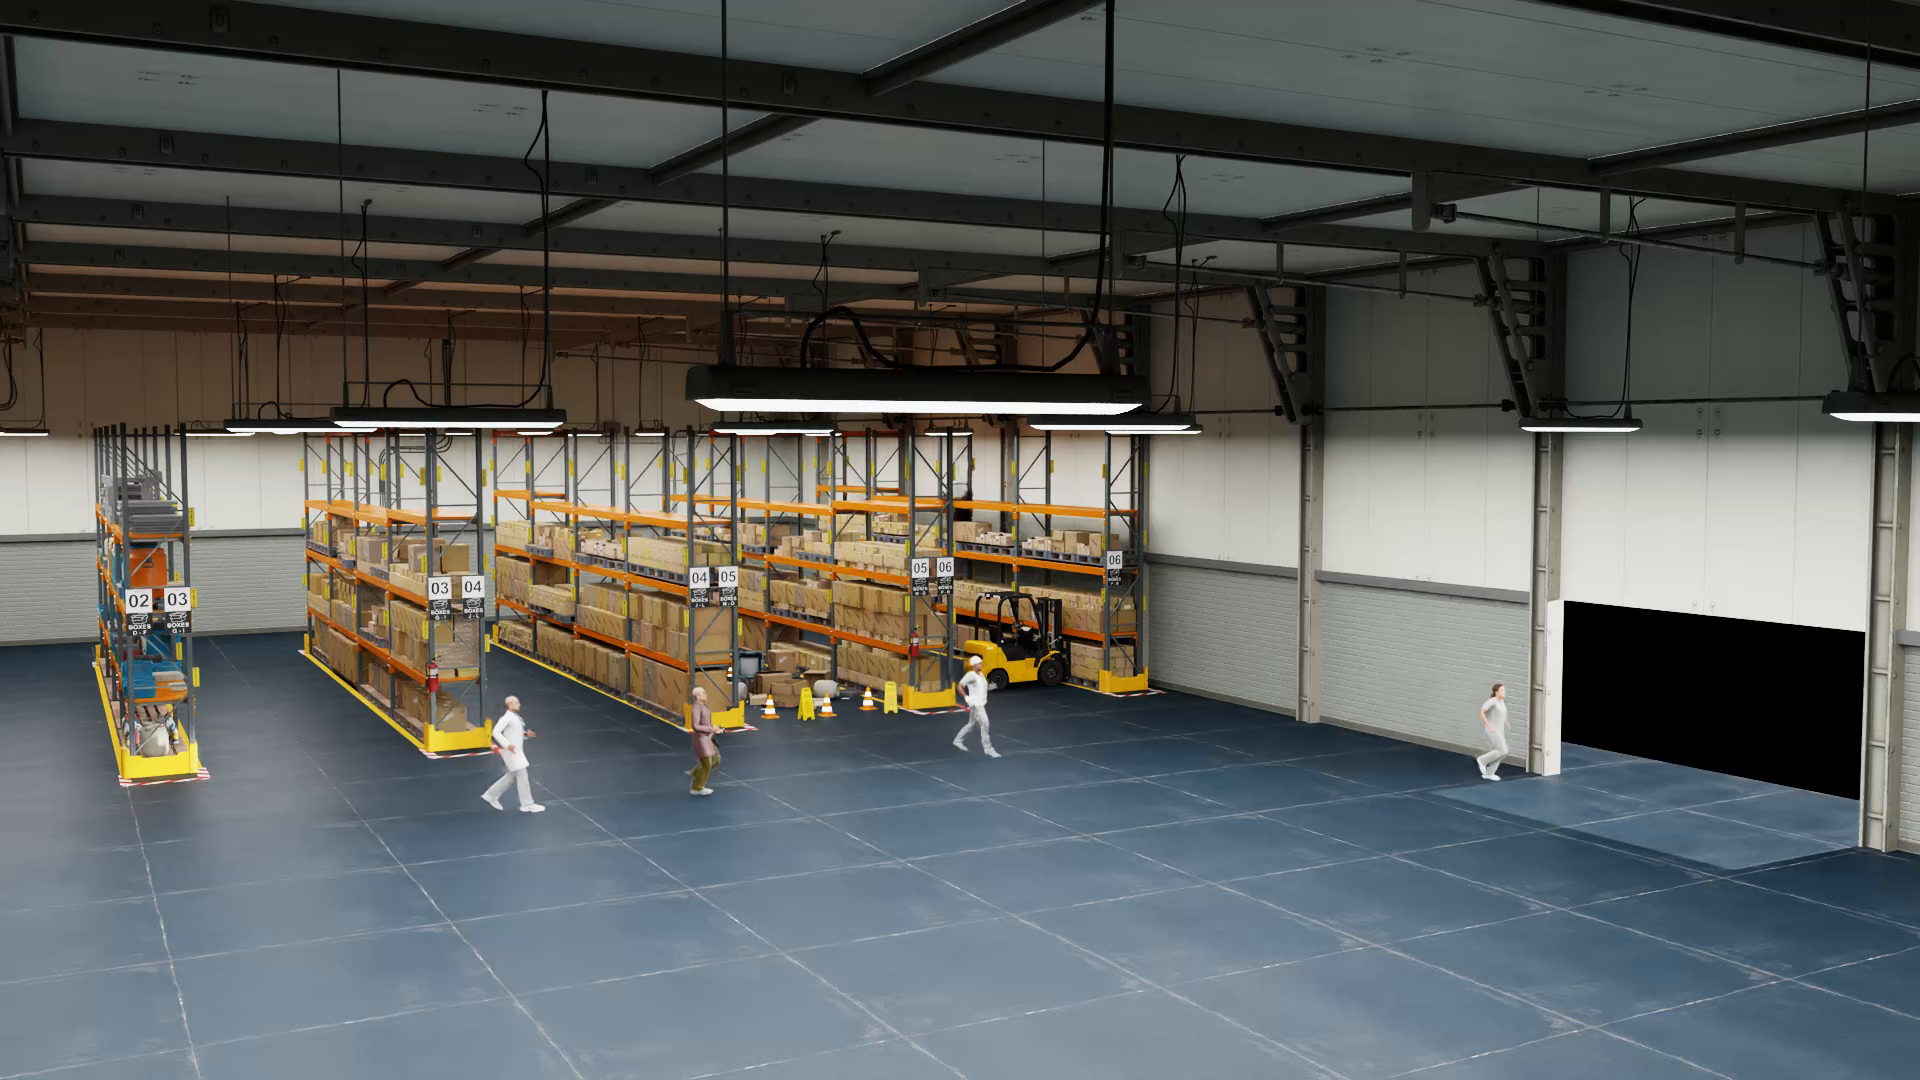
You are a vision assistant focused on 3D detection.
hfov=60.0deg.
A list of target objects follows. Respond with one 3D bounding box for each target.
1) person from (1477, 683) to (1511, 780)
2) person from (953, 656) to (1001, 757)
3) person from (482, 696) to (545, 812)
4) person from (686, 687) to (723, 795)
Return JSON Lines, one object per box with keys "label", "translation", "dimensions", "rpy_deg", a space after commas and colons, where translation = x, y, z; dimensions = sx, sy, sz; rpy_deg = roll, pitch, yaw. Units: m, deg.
{"label": "person", "translation": [8.998, 3.220, 27.983], "dimensions": [0.530, 1.633, 0.598], "rpy_deg": [3, 5, 44]}
{"label": "person", "translation": [0.303, 2.987, 29.987], "dimensions": [0.942, 1.800, 0.673], "rpy_deg": [1, 4, 14]}
{"label": "person", "translation": [-6.841, 3.266, 25.427], "dimensions": [0.961, 1.768, 0.715], "rpy_deg": [0, 3, -7]}
{"label": "person", "translation": [-4.106, 3.226, 26.767], "dimensions": [0.649, 1.730, 0.702], "rpy_deg": [0, 3, 1]}
